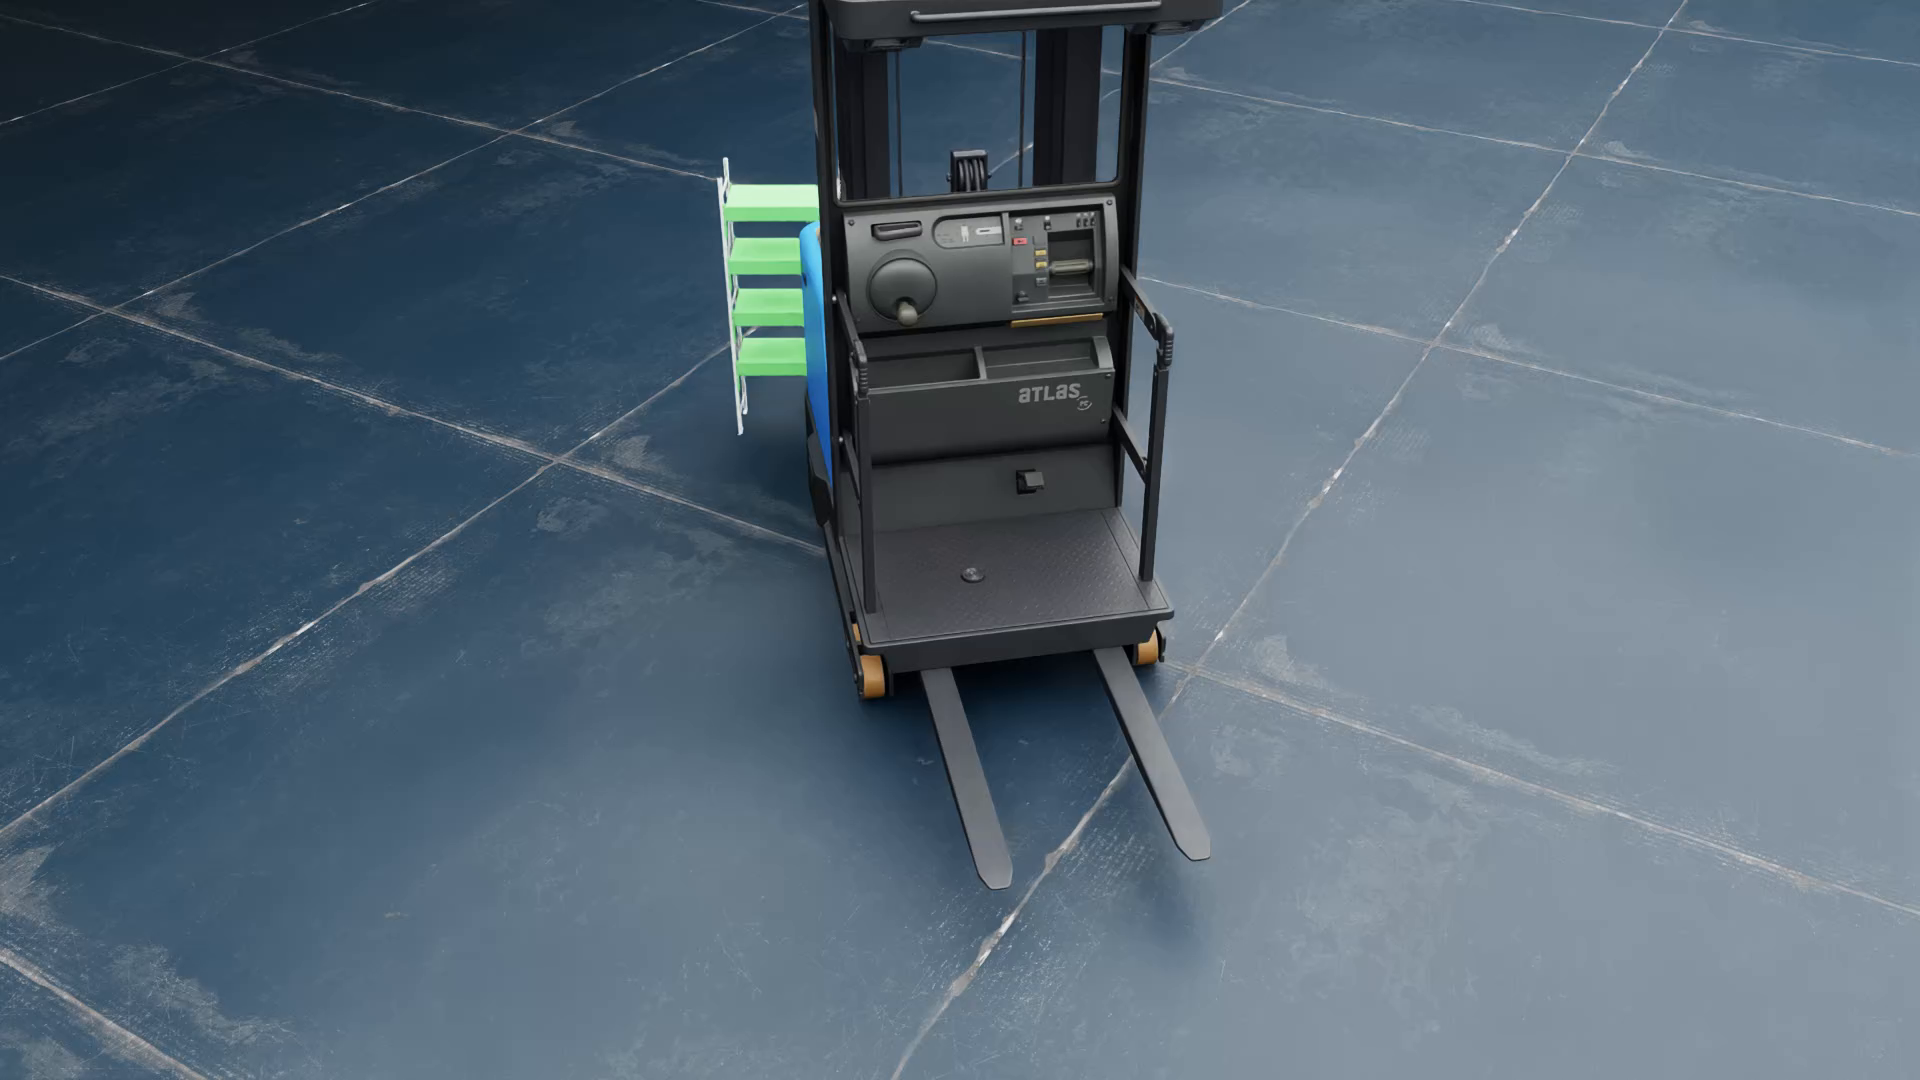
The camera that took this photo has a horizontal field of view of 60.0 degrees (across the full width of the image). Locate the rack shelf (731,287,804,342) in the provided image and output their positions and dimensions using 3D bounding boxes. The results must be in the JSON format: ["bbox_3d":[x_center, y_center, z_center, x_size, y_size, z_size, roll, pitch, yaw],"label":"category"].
[{"bbox_3d":[-0.741,-0.988,7.265,0.480,0.148,0.258,0,33,0],"label":"rack shelf"}]

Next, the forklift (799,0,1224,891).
[{"bbox_3d":[0.122,-0.879,5.425,1.130,2.935,3.031,-6,34,-9],"label":"forklift"}]

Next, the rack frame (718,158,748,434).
[{"bbox_3d":[-0.985,-1.041,7.229,0.015,1.200,0.240,0,33,0],"label":"rack frame"}]

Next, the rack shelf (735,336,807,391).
[{"bbox_3d":[-0.741,-0.788,7.397,0.480,0.148,0.258,0,33,0],"label":"rack shelf"}]

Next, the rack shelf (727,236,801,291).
[{"bbox_3d":[-0.741,-1.189,7.133,0.480,0.148,0.258,0,33,0],"label":"rack shelf"}]

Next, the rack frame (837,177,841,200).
[{"bbox_3d":[-0.497,-1.043,7.232,0.015,1.200,0.240,0,33,0],"label":"rack frame"}]

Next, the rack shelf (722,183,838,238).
[{"bbox_3d":[-0.741,-1.389,7.002,0.480,0.148,0.258,0,33,0],"label":"rack shelf"}]

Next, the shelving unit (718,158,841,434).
[{"bbox_3d":[-0.741,-1.042,7.230,0.503,1.200,0.258,0,33,0],"label":"shelving unit"}]
